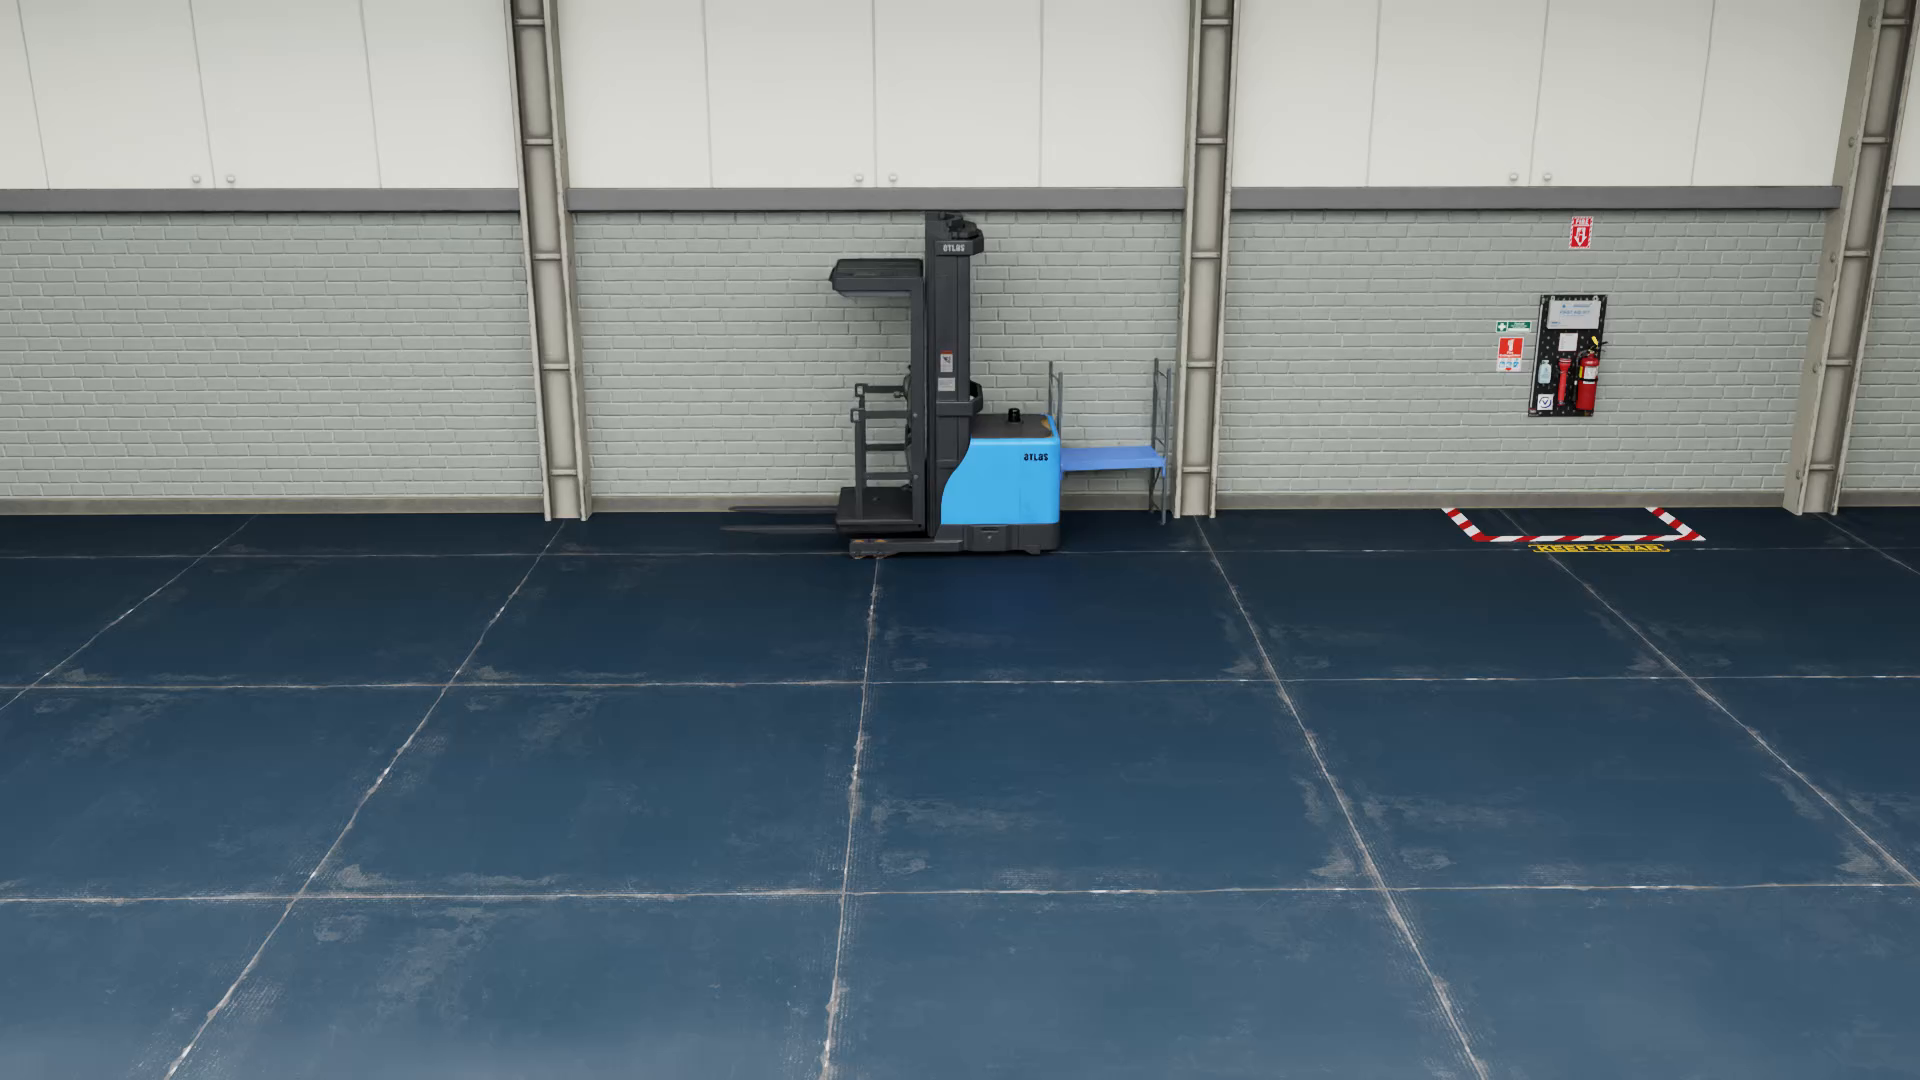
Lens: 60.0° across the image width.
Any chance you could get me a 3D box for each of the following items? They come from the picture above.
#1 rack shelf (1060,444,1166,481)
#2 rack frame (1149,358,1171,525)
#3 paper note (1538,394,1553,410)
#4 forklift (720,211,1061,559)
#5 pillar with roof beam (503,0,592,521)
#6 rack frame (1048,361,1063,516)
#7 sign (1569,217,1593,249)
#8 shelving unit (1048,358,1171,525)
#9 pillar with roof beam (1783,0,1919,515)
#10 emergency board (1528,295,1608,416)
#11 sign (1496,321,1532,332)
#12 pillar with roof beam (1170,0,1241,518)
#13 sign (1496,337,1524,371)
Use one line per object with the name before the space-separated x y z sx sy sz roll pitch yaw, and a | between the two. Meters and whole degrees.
rack shelf | 1.383 -0.736 15.677 1.000 0.185 0.538 -3 18 -8
rack frame | 1.886 -0.930 15.693 0.032 1.500 0.500 -3 18 -8
paper note | 5.594 -1.317 15.888 0.142 0.148 0.016 0 18 -1
forklift | -0.630 -1.392 14.790 3.031 2.935 1.130 0 18 -1
pillar with roof beam | -3.687 -3.201 10.496 0.400 9.000 9.100 0 18 -1
rack frame | 0.881 -0.884 15.551 0.032 1.500 0.500 -3 18 -8
sign | 5.763 -2.851 15.431 0.199 0.298 0.001 0 18 -1
shelving unit | 1.383 -0.907 15.622 1.048 1.500 0.538 -3 18 -8
pillar with roof beam | 8.312 -3.259 10.677 0.400 9.000 9.100 0 18 -1
emergency board | 5.772 -1.717 15.691 0.643 1.169 0.194 0 18 -1
sign | 5.223 -2.012 15.686 0.331 0.109 0.001 0 18 -1
pillar with roof beam | 2.313 -3.230 10.586 0.400 9.000 9.100 0 18 -1
sign | 5.218 -1.763 15.775 0.234 0.329 0.001 0 18 -1
